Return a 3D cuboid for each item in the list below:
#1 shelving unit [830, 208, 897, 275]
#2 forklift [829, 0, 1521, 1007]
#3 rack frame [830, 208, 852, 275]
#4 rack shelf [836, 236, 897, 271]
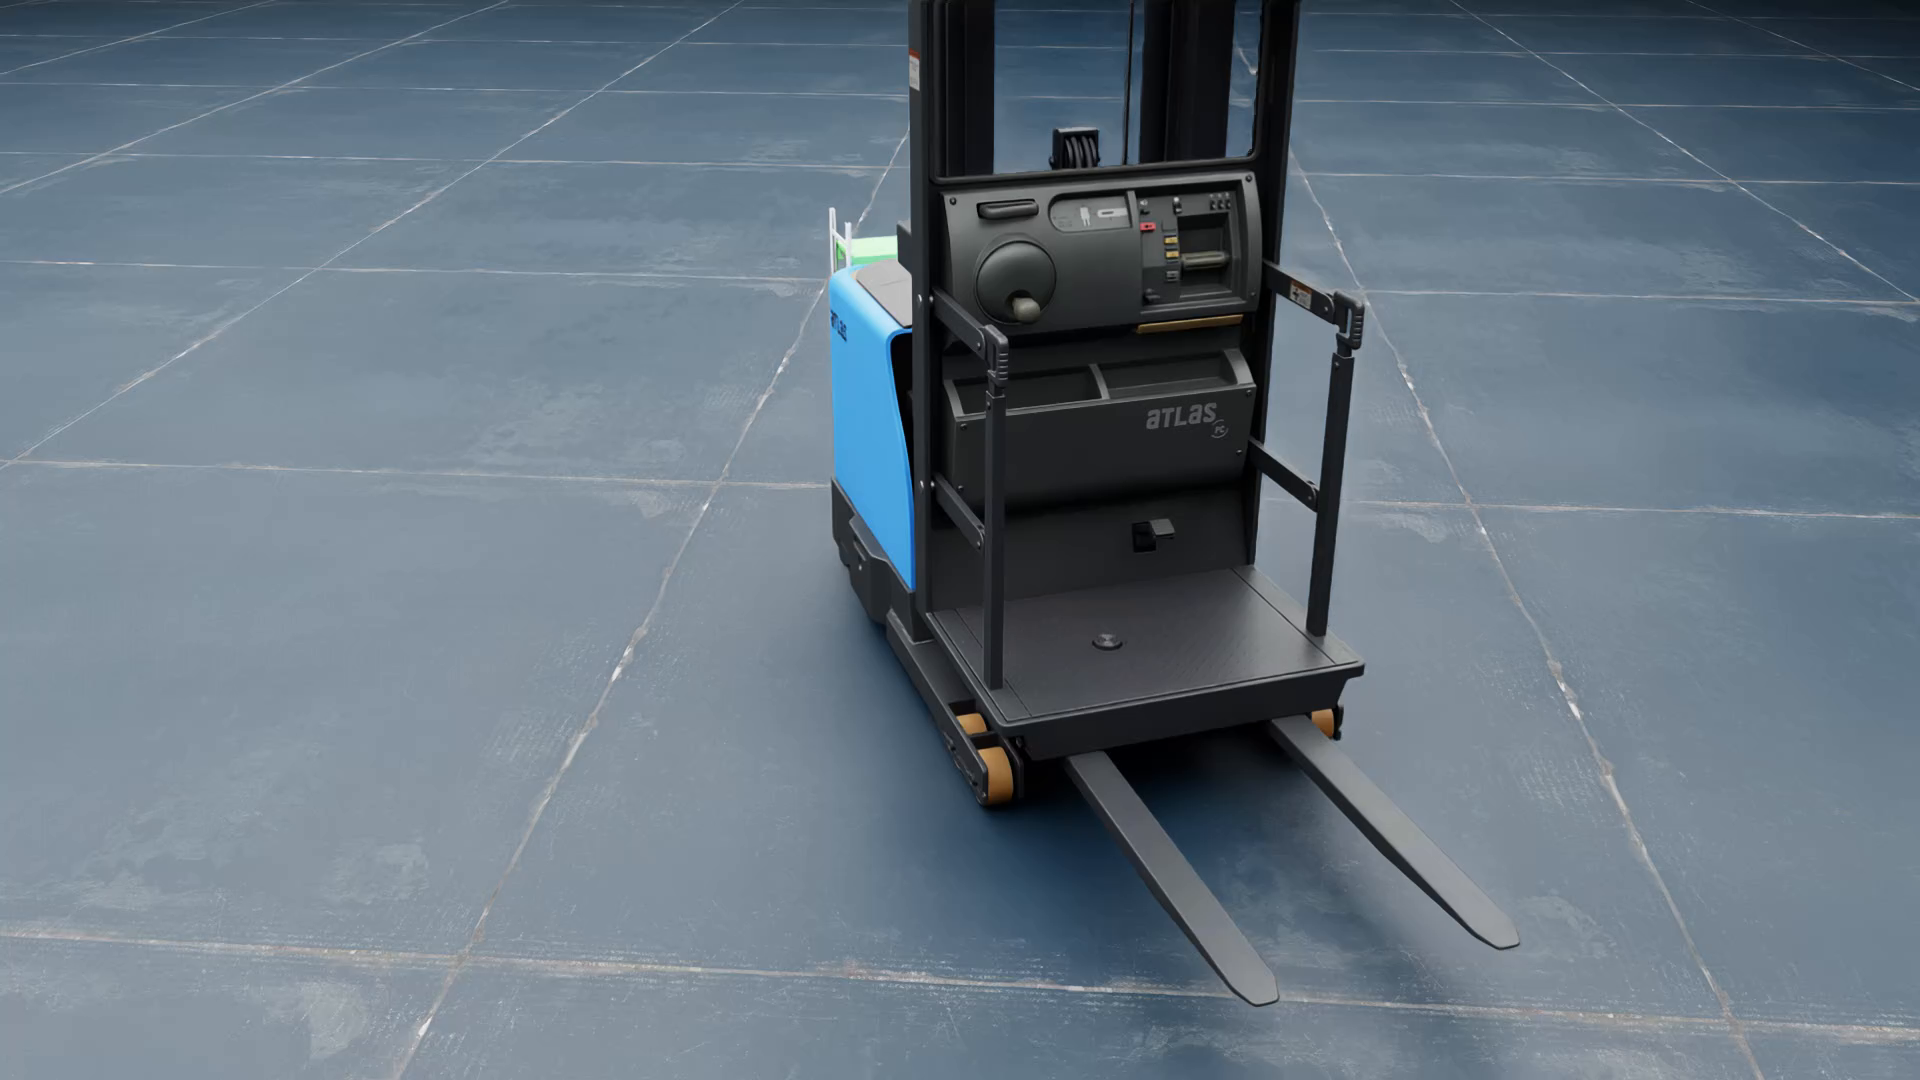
[{"bbox_3d":[-0.192,-0.630,6.185,0.503,1.200,0.258,-8,26,-17],"label":"shelving unit"},{"bbox_3d":[0.476,-0.779,4.436,1.130,2.935,3.031,-8,26,-16],"label":"forklift"},{"bbox_3d":[-0.423,-0.598,6.114,0.015,1.200,0.240,-8,26,-17],"label":"rack frame"},{"bbox_3d":[-0.192,-1.008,6.011,0.480,0.148,0.258,-8,26,-17],"label":"rack shelf"}]
